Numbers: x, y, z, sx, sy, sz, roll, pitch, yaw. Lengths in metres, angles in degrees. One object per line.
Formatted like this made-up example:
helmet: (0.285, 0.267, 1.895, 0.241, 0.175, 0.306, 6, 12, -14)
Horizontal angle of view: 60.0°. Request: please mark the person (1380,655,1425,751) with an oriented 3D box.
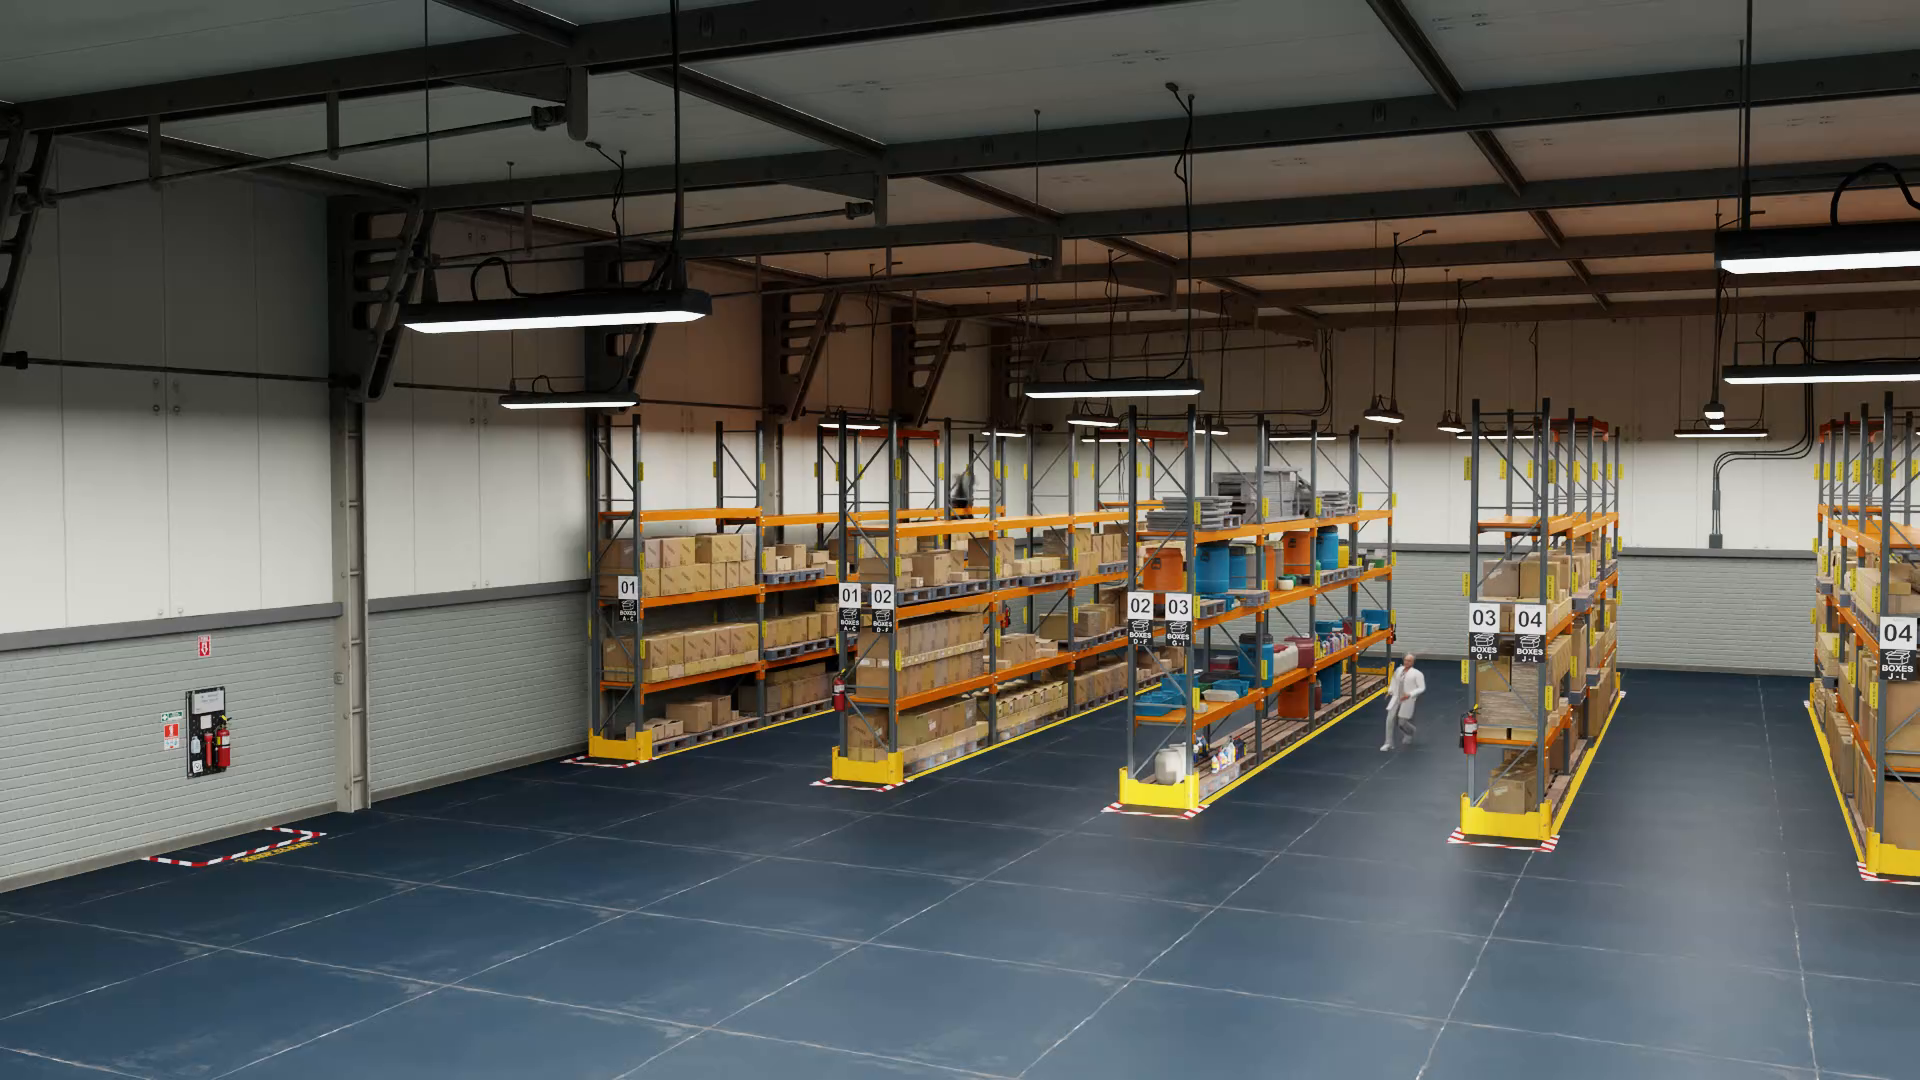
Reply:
person: (7.998, 2.905, 29.810, 0.745, 1.729, 0.927, 2, 3, 44)
